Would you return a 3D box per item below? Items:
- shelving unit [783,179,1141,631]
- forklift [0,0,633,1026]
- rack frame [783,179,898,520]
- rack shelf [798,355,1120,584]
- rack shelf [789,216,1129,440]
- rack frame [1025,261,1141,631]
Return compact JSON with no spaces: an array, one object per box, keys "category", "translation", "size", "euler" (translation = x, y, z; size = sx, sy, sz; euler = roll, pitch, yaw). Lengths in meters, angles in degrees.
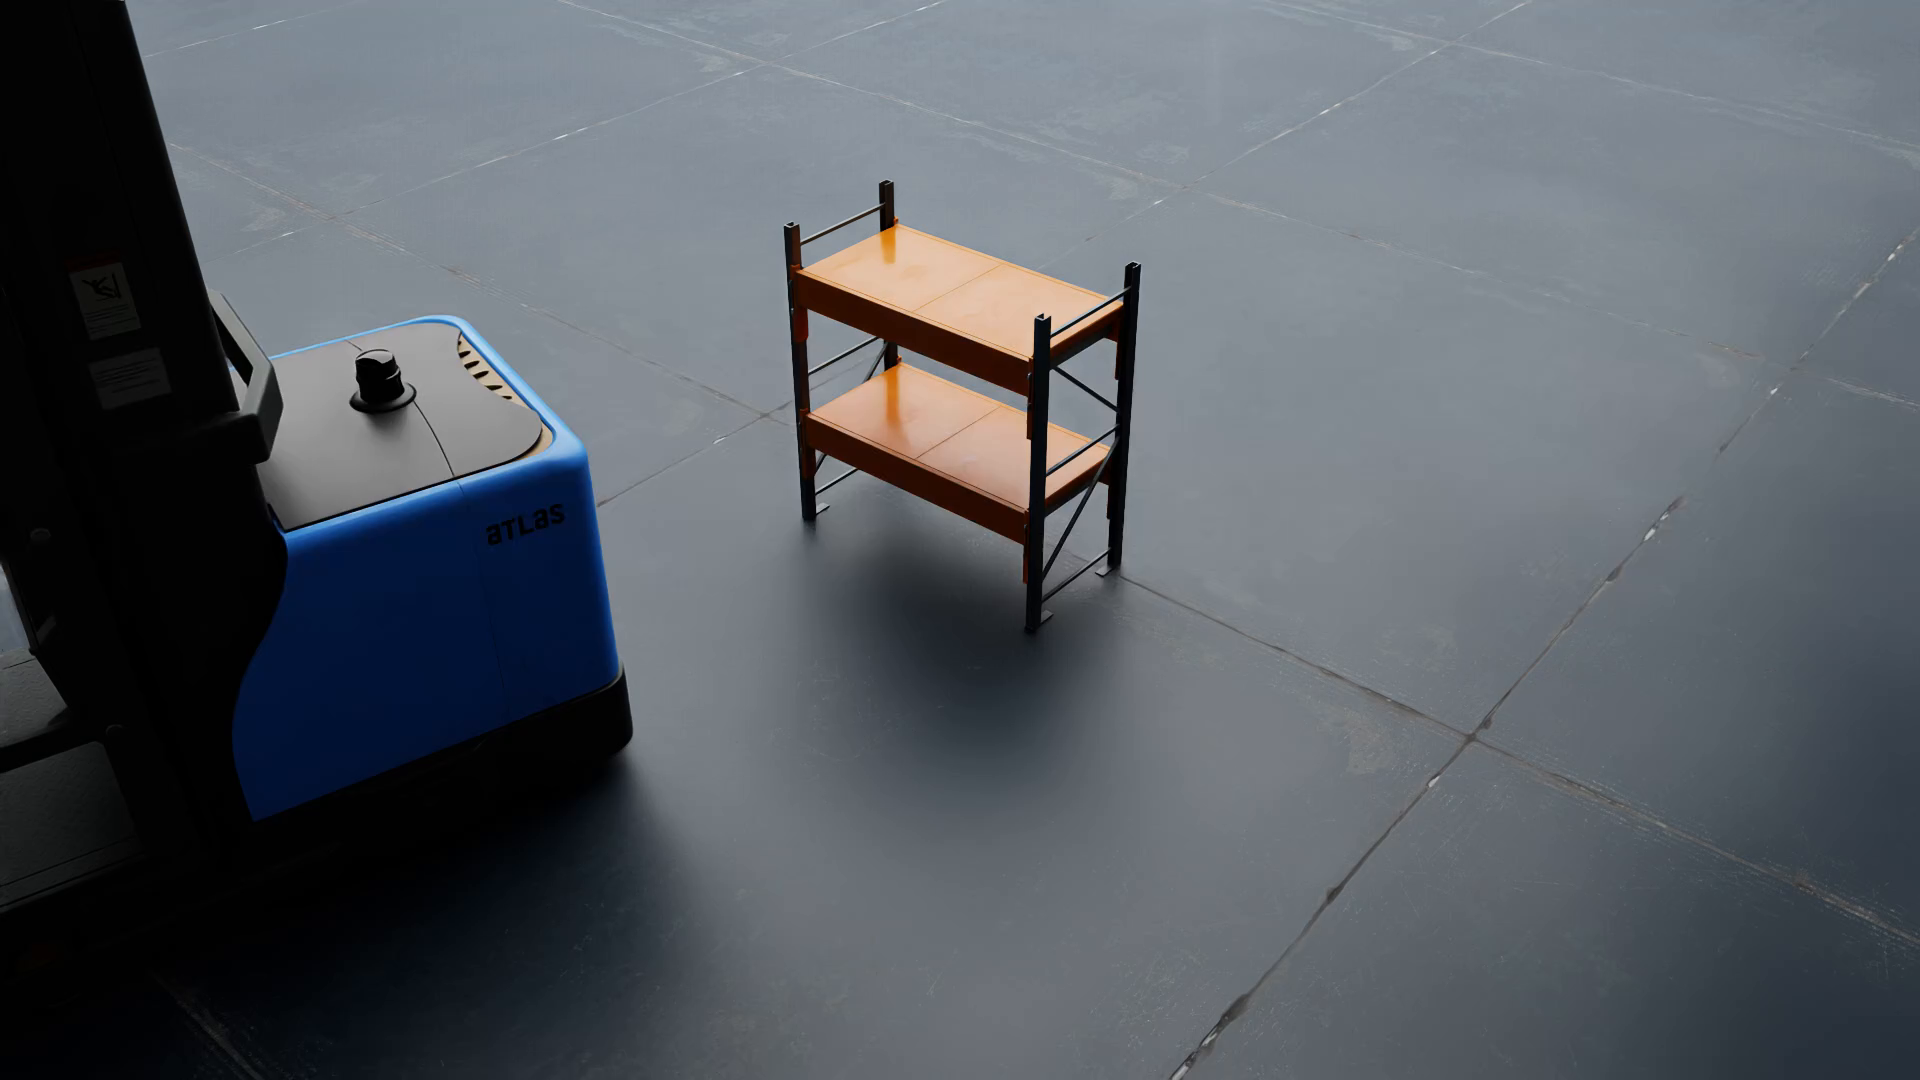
[{"category":"shelving unit","translation":[-0.005,-0.466,5.540],"size":[1.048,1.125,0.538],"euler":[25,42,32]},{"category":"forklift","translation":[-2.469,-0.323,3.736],"size":[3.031,2.935,1.130],"euler":[-21,40,-28]},{"category":"rack frame","translation":[-0.396,-0.650,5.808],"size":[0.032,1.125,0.500],"euler":[25,42,32]},{"category":"rack shelf","translation":[-0.005,-0.265,5.678],"size":[1.000,0.278,0.538],"euler":[25,42,32]},{"category":"rack shelf","translation":[-0.005,-0.707,5.374],"size":[1.000,0.278,0.538],"euler":[25,42,32]},{"category":"rack frame","translation":[0.385,-0.282,5.272],"size":[0.032,1.125,0.500],"euler":[25,42,32]}]
